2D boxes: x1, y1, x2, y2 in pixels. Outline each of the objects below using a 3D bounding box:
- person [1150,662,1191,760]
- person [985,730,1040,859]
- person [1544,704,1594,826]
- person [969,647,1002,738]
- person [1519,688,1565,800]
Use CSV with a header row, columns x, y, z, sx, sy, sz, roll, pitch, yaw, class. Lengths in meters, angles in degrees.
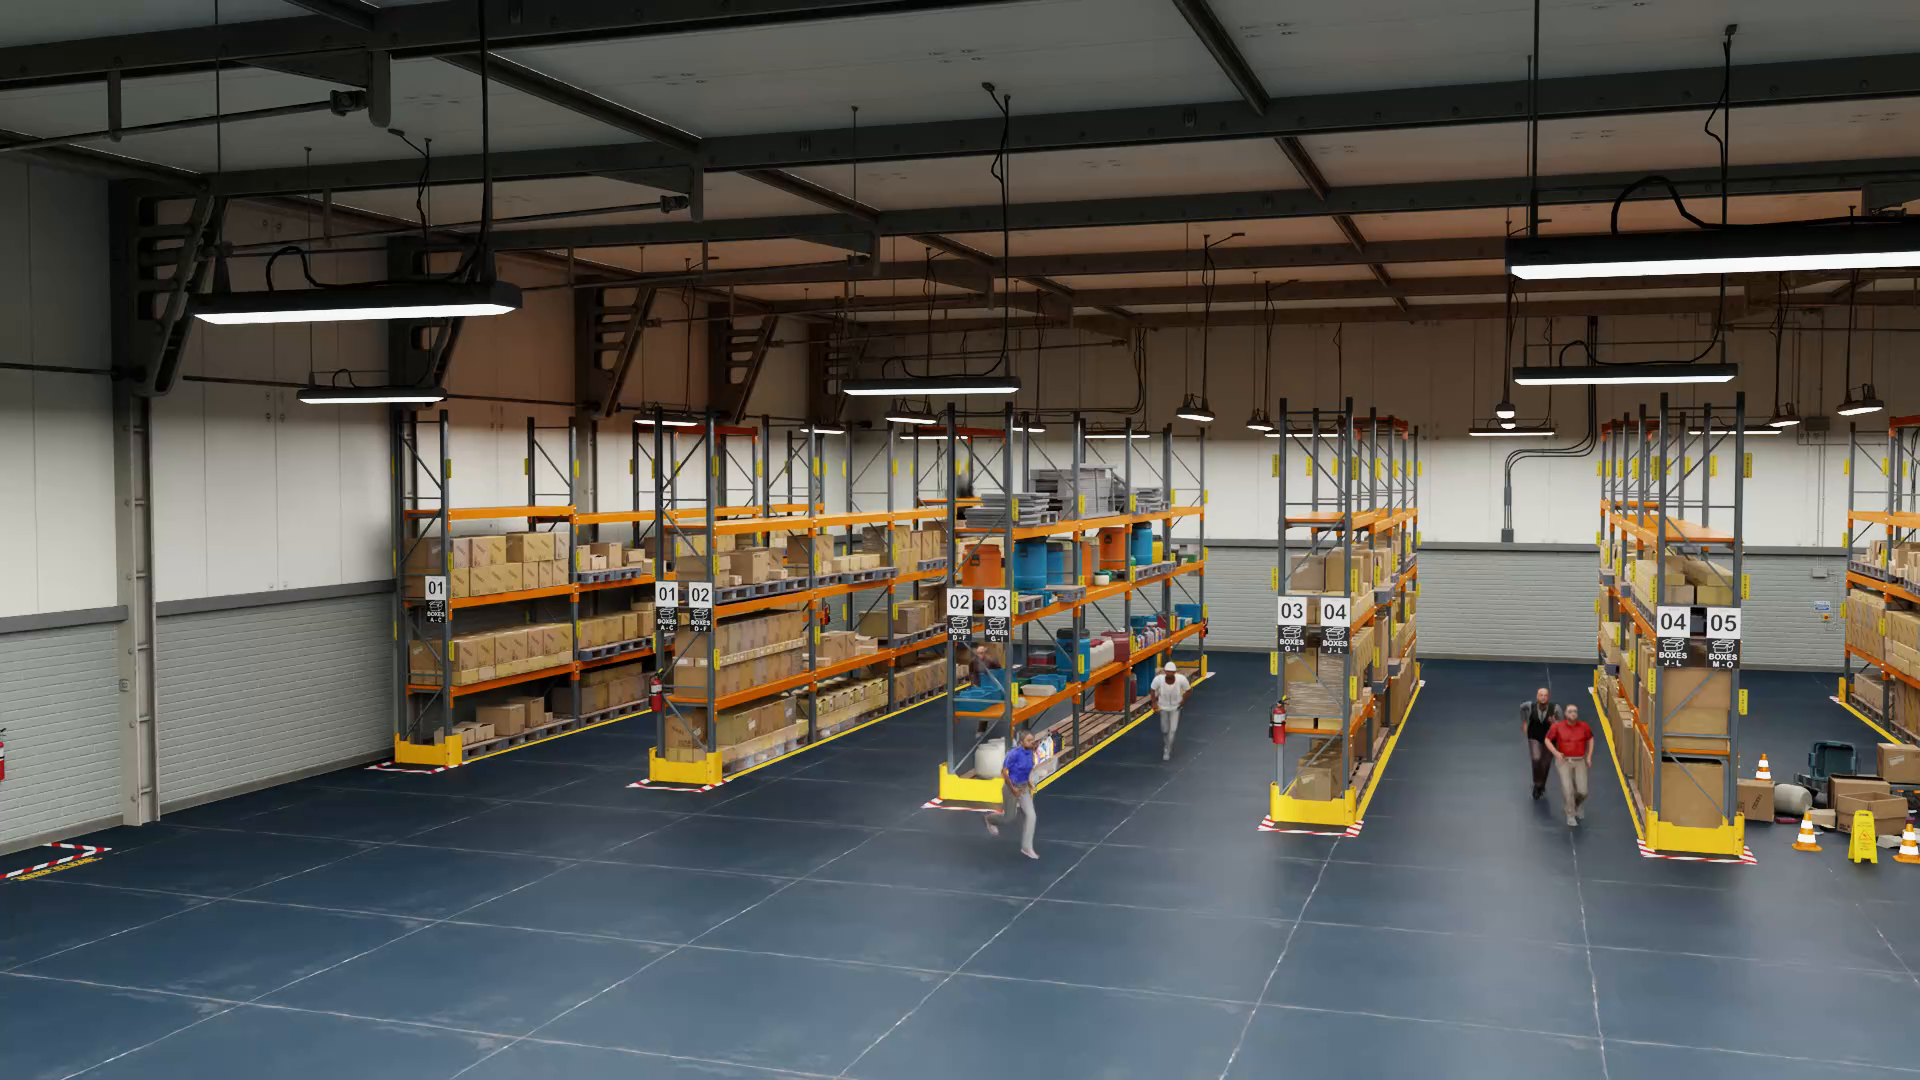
x,y,z,sx,sy,sz,roll,pitch,yaw,class
3.652,2.941,28.867,0.700,1.698,0.897,0,2,3,person
0.704,3.286,21.665,0.574,1.651,0.937,-2,3,-44,person
8.602,3.157,23.455,0.685,1.698,0.593,0,2,10,person
0.512,2.831,31.243,0.711,1.725,0.876,1,3,19,person
8.845,3.158,25.270,0.646,1.521,0.924,1,3,13,person
